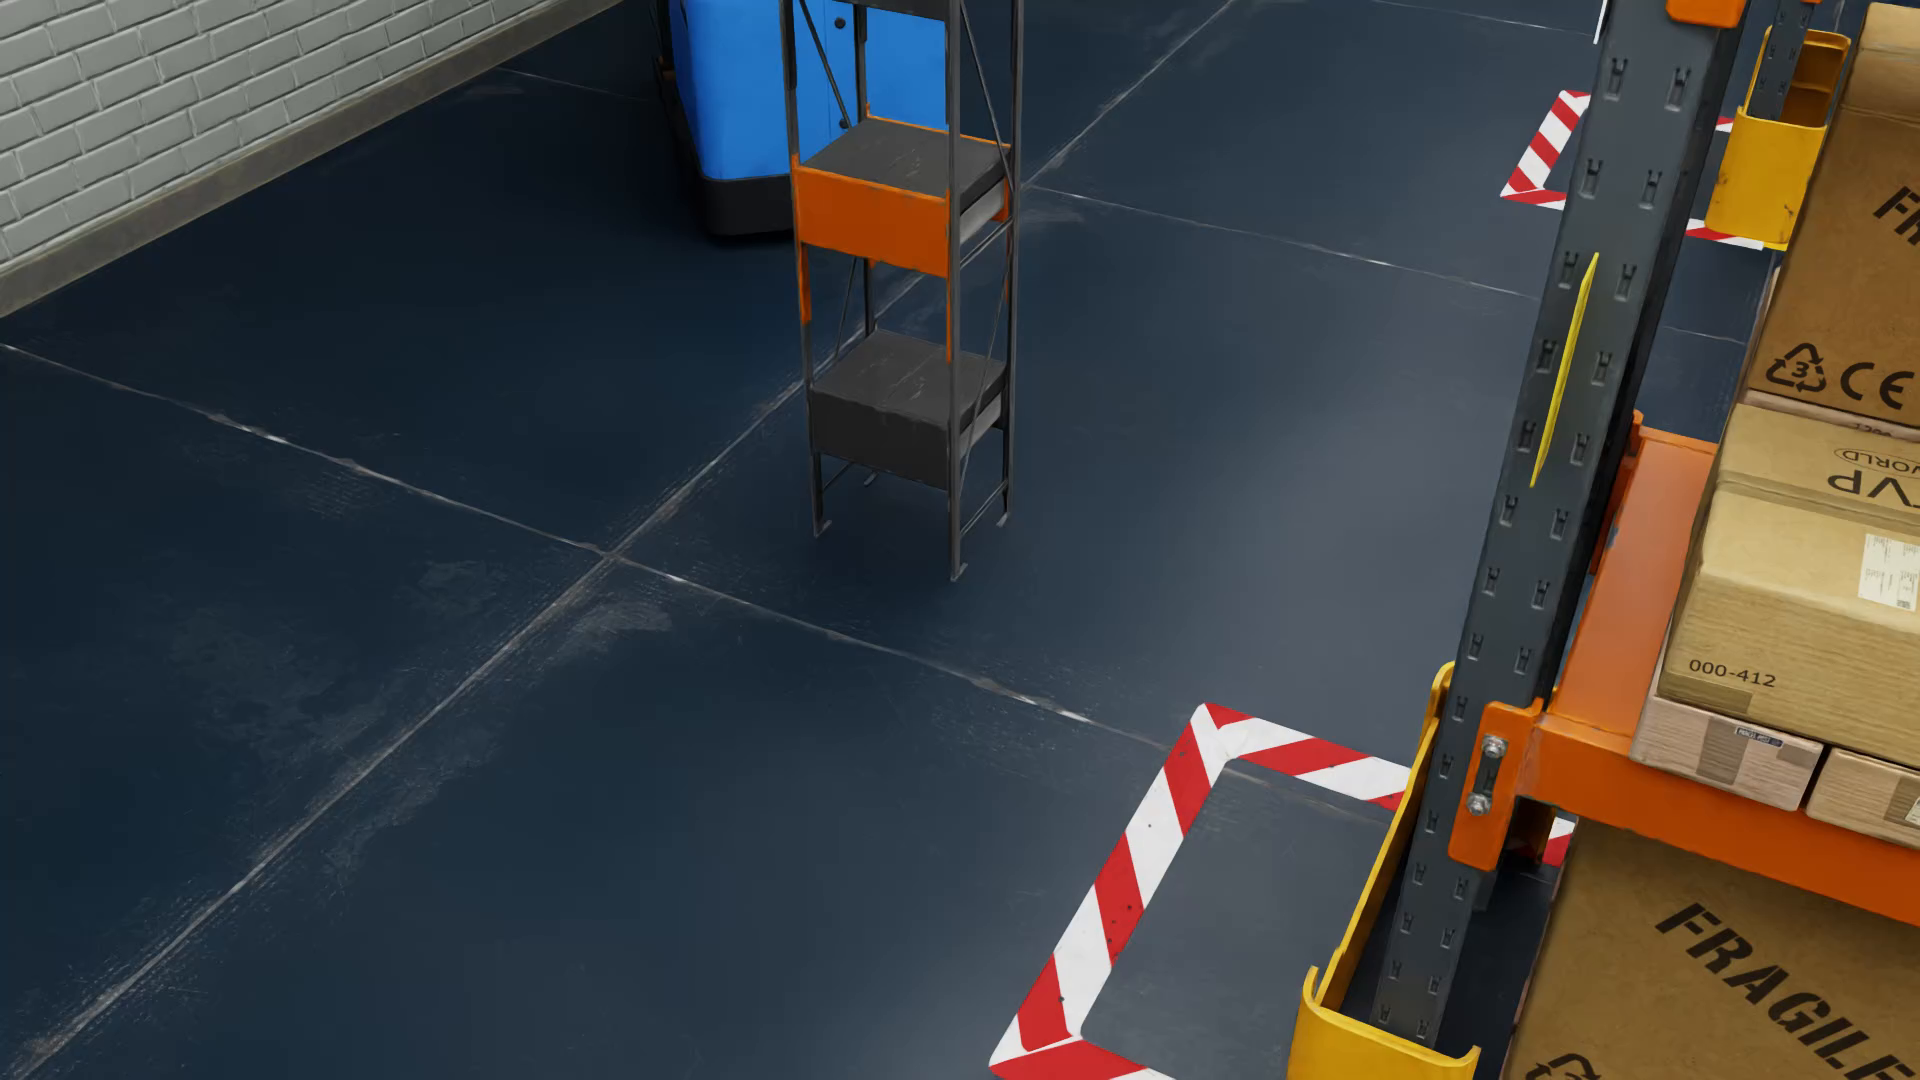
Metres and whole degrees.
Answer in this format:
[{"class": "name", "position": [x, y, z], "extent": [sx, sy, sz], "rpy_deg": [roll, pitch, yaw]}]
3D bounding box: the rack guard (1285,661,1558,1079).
[{"class": "rack guard", "position": [1.070, 0.840, 3.730], "extent": [0.348, 0.500, 1.175], "rpy_deg": [17, 41, 21]}]

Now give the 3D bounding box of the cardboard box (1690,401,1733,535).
[{"class": "cardboard box", "position": [1.559, -0.127, 3.144], "extent": [0.250, 0.149, 0.380], "rpy_deg": [18, 41, 22]}]

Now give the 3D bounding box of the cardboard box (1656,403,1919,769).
[{"class": "cardboard box", "position": [1.394, 0.070, 2.554], "extent": [0.500, 0.250, 0.500], "rpy_deg": [16, 40, 20]}]

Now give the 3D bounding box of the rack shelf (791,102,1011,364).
[{"class": "rack shelf", "position": [-0.147, -0.872, 4.684], "extent": [0.480, 0.518, 0.431], "rpy_deg": [17, 41, 21]}]

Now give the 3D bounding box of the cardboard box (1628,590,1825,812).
[{"class": "cardboard box", "position": [1.255, 0.227, 2.678], "extent": [0.250, 0.149, 0.380], "rpy_deg": [18, 41, 22]}]

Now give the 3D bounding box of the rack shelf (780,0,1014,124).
[{"class": "rack shelf", "position": [-0.147, -1.429, 4.261], "extent": [0.480, 0.518, 0.431], "rpy_deg": [17, 41, 21]}]

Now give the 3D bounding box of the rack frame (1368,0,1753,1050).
[{"class": "rack frame", "position": [1.092, -0.149, 2.966], "extent": [0.127, 3.000, 1.000], "rpy_deg": [17, 41, 21]}]

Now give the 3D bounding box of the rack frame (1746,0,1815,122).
[{"class": "rack frame", "position": [3.462, -2.784, 6.437], "extent": [0.127, 3.000, 1.000], "rpy_deg": [17, 41, 21]}]

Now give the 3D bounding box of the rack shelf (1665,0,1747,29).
[{"class": "rack shelf", "position": [2.868, -0.501, 1.544], "extent": [4.000, 0.370, 1.077], "rpy_deg": [17, 41, 21]}]

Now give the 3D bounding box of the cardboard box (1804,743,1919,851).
[{"class": "cardboard box", "position": [1.484, 0.297, 2.585], "extent": [0.250, 0.149, 0.380], "rpy_deg": [17, 40, 21]}]

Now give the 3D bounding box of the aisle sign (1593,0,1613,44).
[{"class": "aisle sign", "position": [0.890, -1.044, 1.994], "extent": [0.004, 0.787, 0.394], "rpy_deg": [17, 41, 21]}]

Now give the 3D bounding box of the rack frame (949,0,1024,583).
[{"class": "rack frame", "position": [0.070, -0.815, 4.586], "extent": [0.015, 2.100, 0.400], "rpy_deg": [17, 41, 21]}]

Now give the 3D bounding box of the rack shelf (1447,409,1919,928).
[{"class": "rack shelf", "position": [2.868, 0.693, 2.451], "extent": [4.000, 0.370, 1.077], "rpy_deg": [17, 41, 21]}]

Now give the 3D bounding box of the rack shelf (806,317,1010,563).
[{"class": "rack shelf", "position": [-0.147, -0.314, 5.107], "extent": [0.480, 0.518, 0.431], "rpy_deg": [17, 41, 21]}]

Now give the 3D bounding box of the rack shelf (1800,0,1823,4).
[{"class": "rack shelf", "position": [5.238, -1.941, 5.922], "extent": [4.000, 0.370, 1.077], "rpy_deg": [17, 41, 21]}]

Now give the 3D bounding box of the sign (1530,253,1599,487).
[{"class": "sign", "position": [0.831, -0.229, 2.290], "extent": [0.005, 0.325, 0.100], "rpy_deg": [17, 41, 21]}]

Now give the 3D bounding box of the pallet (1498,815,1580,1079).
[{"class": "pallet", "position": [1.838, 1.142, 3.571], "extent": [1.213, 0.211, 1.003], "rpy_deg": [17, 41, 21]}]

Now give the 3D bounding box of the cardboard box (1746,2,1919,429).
[{"class": "cardboard box", "position": [1.645, -0.512, 2.702], "extent": [0.500, 0.500, 0.500], "rpy_deg": [18, 41, 22]}]

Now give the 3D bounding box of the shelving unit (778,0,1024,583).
[{"class": "shelving unit", "position": [-0.147, -0.882, 4.676], "extent": [0.503, 2.100, 0.431], "rpy_deg": [17, 41, 21]}]

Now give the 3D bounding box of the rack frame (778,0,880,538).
[{"class": "rack frame", "position": [-0.364, -0.950, 4.765], "extent": [0.015, 2.100, 0.400], "rpy_deg": [17, 41, 21]}]

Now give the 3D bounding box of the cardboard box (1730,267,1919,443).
[{"class": "cardboard box", "position": [1.644, -0.216, 2.931], "extent": [0.500, 0.250, 0.500], "rpy_deg": [17, 40, 21]}]

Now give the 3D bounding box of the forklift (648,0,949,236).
[{"class": "forklift", "position": [-0.879, -3.297, 7.170], "extent": [1.130, 2.935, 3.031], "rpy_deg": [-9, 38, -11]}]

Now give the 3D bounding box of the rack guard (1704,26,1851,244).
[{"class": "rack guard", "position": [3.530, -1.767, 7.165], "extent": [0.348, 0.500, 1.175], "rpy_deg": [17, 41, 21]}]

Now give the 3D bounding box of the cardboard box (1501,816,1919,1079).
[{"class": "cardboard box", "position": [1.697, 0.665, 3.303], "extent": [0.875, 0.875, 0.875], "rpy_deg": [17, 41, 21]}]
